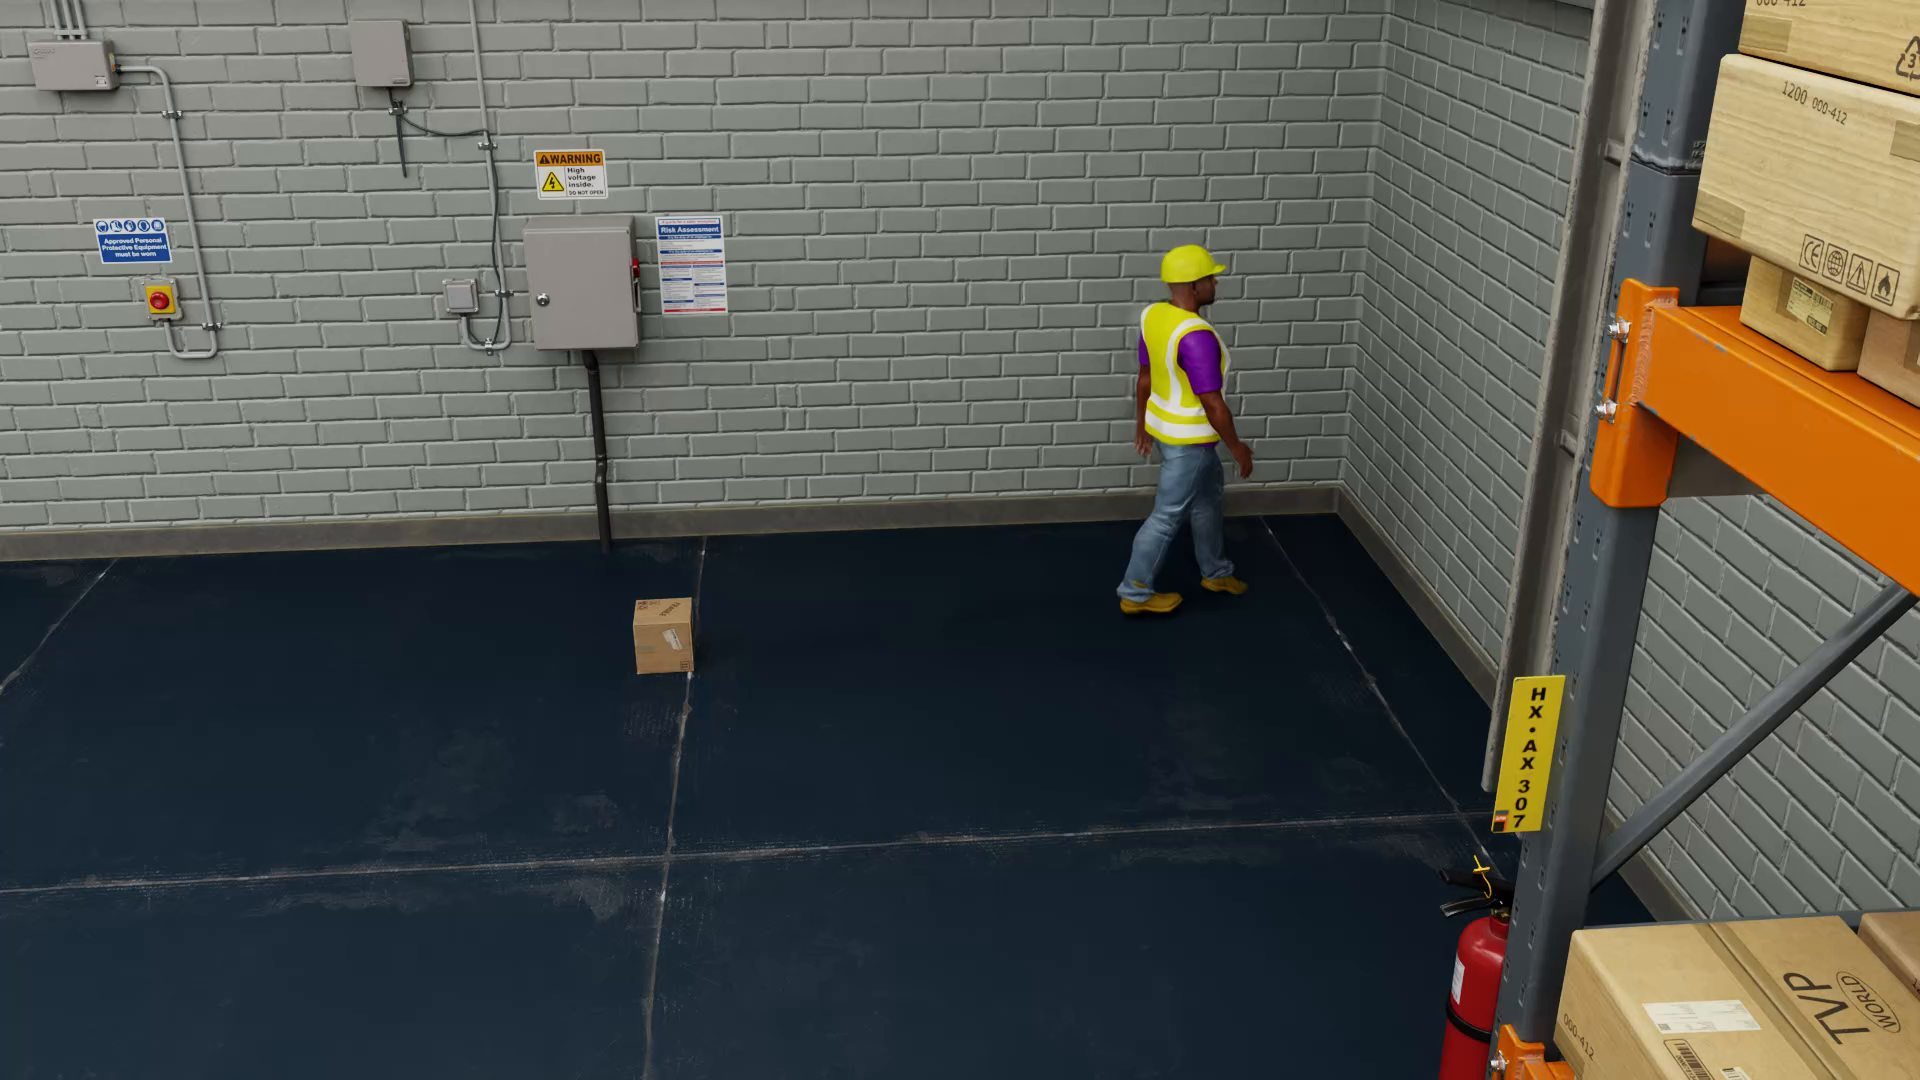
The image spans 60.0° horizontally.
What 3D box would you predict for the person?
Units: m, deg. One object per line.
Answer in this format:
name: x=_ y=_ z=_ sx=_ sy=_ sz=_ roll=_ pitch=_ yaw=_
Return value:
person: x=1.104 y=-0.471 z=7.666 sx=0.758 sy=1.799 sz=0.615 roll=-6 pitch=24 yaw=-13
